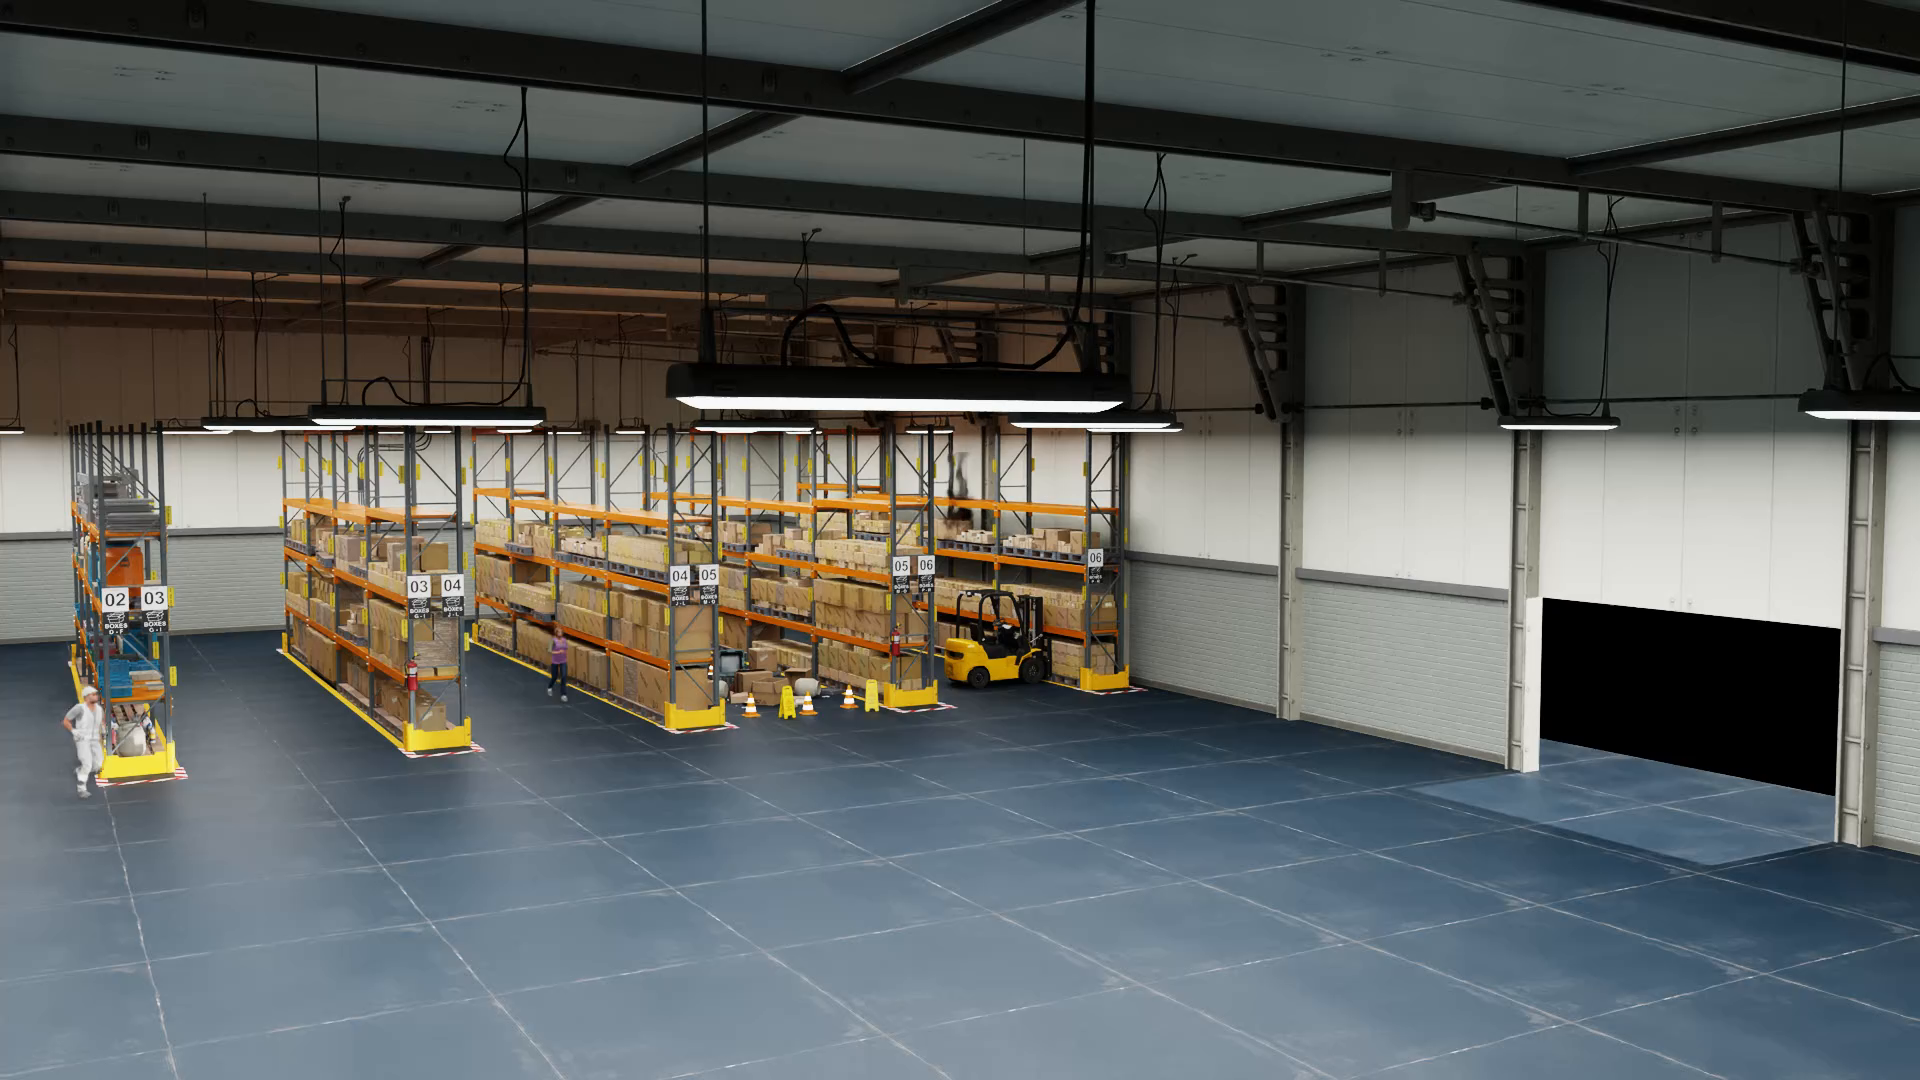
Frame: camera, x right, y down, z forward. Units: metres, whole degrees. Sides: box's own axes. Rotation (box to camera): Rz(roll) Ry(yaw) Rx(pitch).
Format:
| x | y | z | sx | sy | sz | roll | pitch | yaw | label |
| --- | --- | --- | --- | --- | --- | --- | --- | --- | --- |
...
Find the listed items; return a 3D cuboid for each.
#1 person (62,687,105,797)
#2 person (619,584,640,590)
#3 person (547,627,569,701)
| x | y | z | sx | sy | sz | roll | pitch | yaw | label |
| --- | --- | --- | --- | --- | --- | --- | --- | --- | --- |
| -14.068 | 3.223 | 26.805 | 0.710 | 1.718 | 0.685 | 2 | 4 | 27 | person |
| -9.901 | 1.747 | 50.148 | 0.820 | 1.829 | 0.631 | -2 | 4 | -35 | person |
| -8.720 | 2.672 | 36.092 | 0.537 | 1.586 | 0.851 | -3 | 4 | -37 | person |
